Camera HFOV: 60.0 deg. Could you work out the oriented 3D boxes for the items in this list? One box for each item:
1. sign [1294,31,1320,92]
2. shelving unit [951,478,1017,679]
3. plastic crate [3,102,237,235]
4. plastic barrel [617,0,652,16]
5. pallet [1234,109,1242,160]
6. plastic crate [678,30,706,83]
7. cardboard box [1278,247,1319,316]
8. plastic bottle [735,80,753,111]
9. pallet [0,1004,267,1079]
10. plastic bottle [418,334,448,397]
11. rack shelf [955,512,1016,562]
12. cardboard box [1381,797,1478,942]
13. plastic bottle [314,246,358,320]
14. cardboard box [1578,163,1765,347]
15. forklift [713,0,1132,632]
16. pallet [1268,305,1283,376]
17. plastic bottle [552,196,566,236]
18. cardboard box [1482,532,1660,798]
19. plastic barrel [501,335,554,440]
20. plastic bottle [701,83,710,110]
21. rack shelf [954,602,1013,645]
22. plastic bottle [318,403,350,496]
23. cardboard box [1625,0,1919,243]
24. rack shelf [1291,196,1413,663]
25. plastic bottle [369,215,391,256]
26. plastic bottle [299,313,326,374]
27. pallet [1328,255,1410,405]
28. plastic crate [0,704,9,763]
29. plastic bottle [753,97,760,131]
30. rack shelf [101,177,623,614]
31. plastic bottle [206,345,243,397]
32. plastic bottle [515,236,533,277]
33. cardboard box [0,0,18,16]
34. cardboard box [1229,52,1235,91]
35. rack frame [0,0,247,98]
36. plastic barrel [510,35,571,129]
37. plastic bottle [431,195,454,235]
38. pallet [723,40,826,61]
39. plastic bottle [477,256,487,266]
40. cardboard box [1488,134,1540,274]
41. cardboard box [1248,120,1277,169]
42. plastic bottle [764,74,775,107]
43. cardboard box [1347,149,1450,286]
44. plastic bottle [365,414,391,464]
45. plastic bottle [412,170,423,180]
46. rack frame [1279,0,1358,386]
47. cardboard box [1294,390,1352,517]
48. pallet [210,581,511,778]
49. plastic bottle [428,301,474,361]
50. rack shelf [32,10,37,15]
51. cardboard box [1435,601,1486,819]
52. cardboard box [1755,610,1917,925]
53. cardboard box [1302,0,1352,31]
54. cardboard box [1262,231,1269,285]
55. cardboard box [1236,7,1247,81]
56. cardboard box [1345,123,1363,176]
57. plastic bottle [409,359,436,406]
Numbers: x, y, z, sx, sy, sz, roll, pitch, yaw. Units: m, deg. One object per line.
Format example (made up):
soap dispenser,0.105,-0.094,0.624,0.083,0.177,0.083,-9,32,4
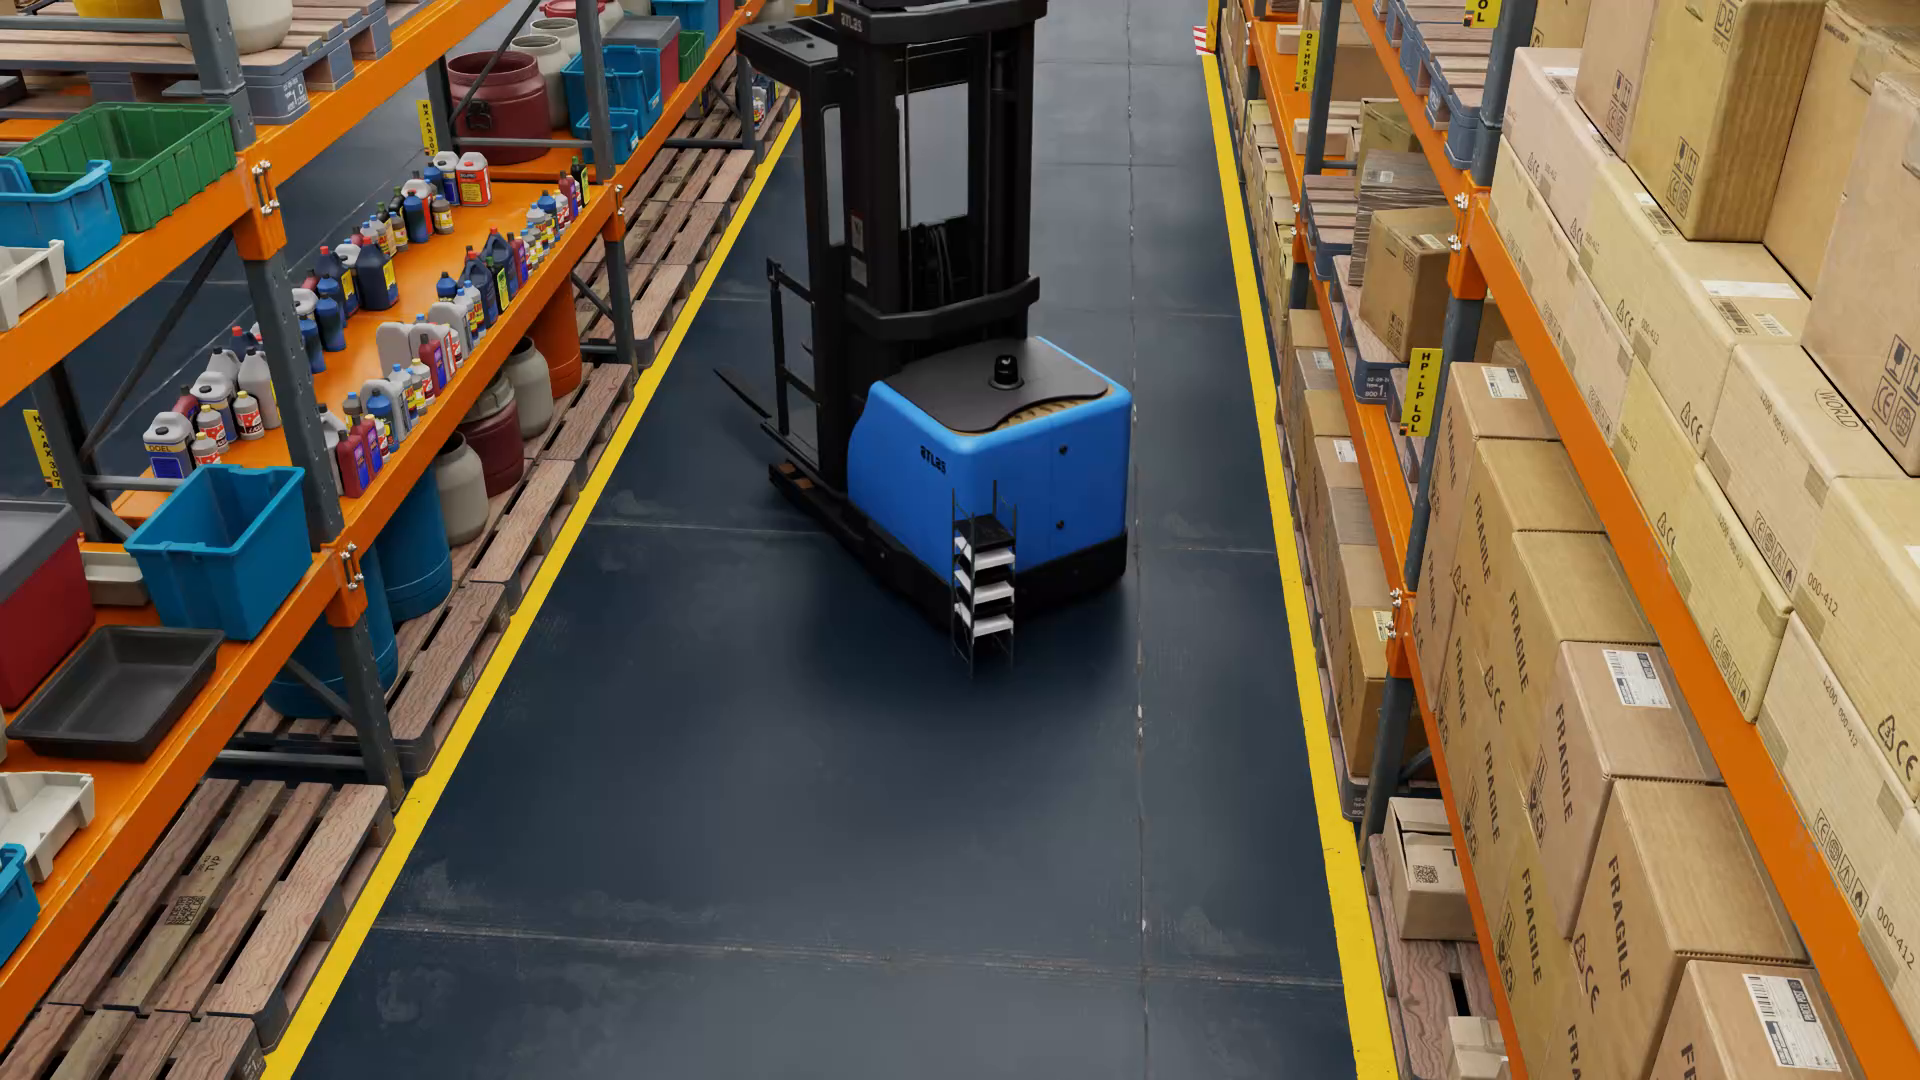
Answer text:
sign,1.874,-2.586,8.983,0.100,0.325,0.005,2,32,4
shelving unit,0.105,0.184,7.591,0.210,0.900,0.258,-13,34,-20
plastic crate,-2.568,-1.145,5.092,0.450,0.188,0.662,2,32,4
plastic barrel,-2.480,-3.943,12.159,0.433,0.535,0.433,0,32,0
pallet,2.859,-3.389,14.049,1.003,0.211,1.213,2,32,4
plastic crate,-2.044,-3.363,11.550,0.450,0.188,0.662,2,32,4
cardboard box,2.224,-1.602,10.177,0.500,0.311,0.500,3,32,5
plastic bottle,-1.848,-3.846,14.237,0.144,0.351,0.185,2,32,4
pallet,-2.953,2.020,5.271,1.003,0.211,1.213,2,32,4
plastic bottle,-2.308,-0.781,7.269,0.061,0.283,0.133,2,32,4
rack shelf,0.105,-0.016,7.465,0.200,0.077,0.258,-13,34,-20
cardboard box,1.852,1.188,6.106,0.500,0.311,0.500,2,32,4
plastic bottle,-2.997,-1.242,7.954,0.144,0.351,0.185,2,32,4
cardboard box,1.723,-0.639,3.735,0.500,0.250,0.500,2,32,4
forklift,-0.391,-1.543,8.459,1.130,2.935,3.031,-19,36,-28
pallet,2.533,-1.312,10.678,1.003,0.211,1.213,2,32,4
plastic bottle,-2.171,-1.739,8.902,0.097,0.201,0.097,0,32,0
cardboard box,1.699,0.326,4.314,0.500,0.500,0.500,2,32,3
plastic barrel,-2.489,-0.848,9.239,0.421,0.512,0.421,0,32,0
plastic bottle,-2.253,-3.860,14.331,0.152,0.276,0.135,2,32,4
rack shelf,0.104,0.365,7.704,0.200,0.077,0.258,-13,34,-20
plastic bottle,-2.480,-0.363,6.527,0.144,0.351,0.185,2,32,4
cardboard box,1.883,-0.951,3.527,0.700,0.500,0.500,2,32,4
rack shelf,2.264,-0.719,7.743,1.077,0.370,4.000,2,32,4
plastic bottle,-2.971,-1.525,8.489,0.097,0.271,0.097,0,32,0
plastic bottle,-2.918,-0.887,7.453,0.097,0.271,0.097,0,32,0
pallet,2.273,-0.972,7.651,1.003,0.211,1.213,2,32,4
plastic crate,-3.143,0.623,4.936,0.437,0.282,0.530,2,32,4
plastic bottle,-1.721,-3.550,13.832,0.097,0.271,0.097,0,32,0
rack shelf,-2.672,-0.932,8.089,1.077,0.370,4.000,2,32,4
plastic bottle,-3.086,-0.666,7.019,0.144,0.351,0.185,2,32,4
plastic bottle,-2.219,-1.433,8.406,0.097,0.201,0.097,0,32,0
cardboard box,-7.169,-3.900,11.720,0.797,0.503,0.637,6,32,9
cardboard box,2.689,-4.207,14.938,0.500,0.250,0.500,2,32,4
rack frame,-2.835,-2.747,4.630,1.000,3.000,0.127,2,32,4
plastic barrel,-2.639,-2.879,10.456,0.421,0.512,0.421,0,32,0
plastic bottle,-2.779,-1.750,8.920,0.097,0.201,0.097,0,32,0
pallet,-1.889,-4.814,16.360,1.003,0.211,1.213,2,32,4
plastic bottle,-2.297,-1.243,8.020,0.061,0.283,0.133,2,32,4
cardboard box,1.815,-0.949,4.714,0.500,0.250,0.500,2,32,4
cardboard box,2.425,-2.942,12.351,0.500,0.311,0.500,2,32,3
plastic bottle,-1.689,-3.939,14.387,0.144,0.351,0.185,1,32,2
cardboard box,2.223,-1.488,7.810,0.700,0.500,0.500,8,33,13
plastic bottle,-2.378,-0.413,6.750,0.097,0.201,0.097,0,32,0
plastic bottle,-2.939,-1.852,9.008,0.061,0.283,0.133,2,32,4
rack frame,2.427,-2.071,9.251,1.000,3.000,0.127,2,32,4
cardboard box,2.022,-0.432,8.555,0.500,0.500,0.500,2,32,3
pallet,-2.731,0.593,7.587,1.003,0.211,1.213,2,32,4
plastic bottle,-2.323,-0.971,7.585,0.152,0.276,0.135,2,32,4
rack shelf,-7.283,-3.235,11.827,1.077,0.370,4.000,2,32,4
cardboard box,1.750,0.501,4.983,0.500,0.500,0.500,3,32,5
cardboard box,1.606,0.358,2.593,0.500,0.250,0.500,2,32,4
cardboard box,2.631,-3.529,11.521,0.500,0.500,0.500,5,32,8
cardboard box,2.309,-1.897,11.190,0.500,0.250,0.500,3,32,5
cardboard box,2.662,-4.264,14.316,0.500,0.500,0.500,2,32,4
cardboard box,2.500,-2.221,9.580,0.500,0.311,0.500,4,32,7
plastic bottle,-2.335,-0.687,7.194,0.097,0.201,0.097,0,32,0
